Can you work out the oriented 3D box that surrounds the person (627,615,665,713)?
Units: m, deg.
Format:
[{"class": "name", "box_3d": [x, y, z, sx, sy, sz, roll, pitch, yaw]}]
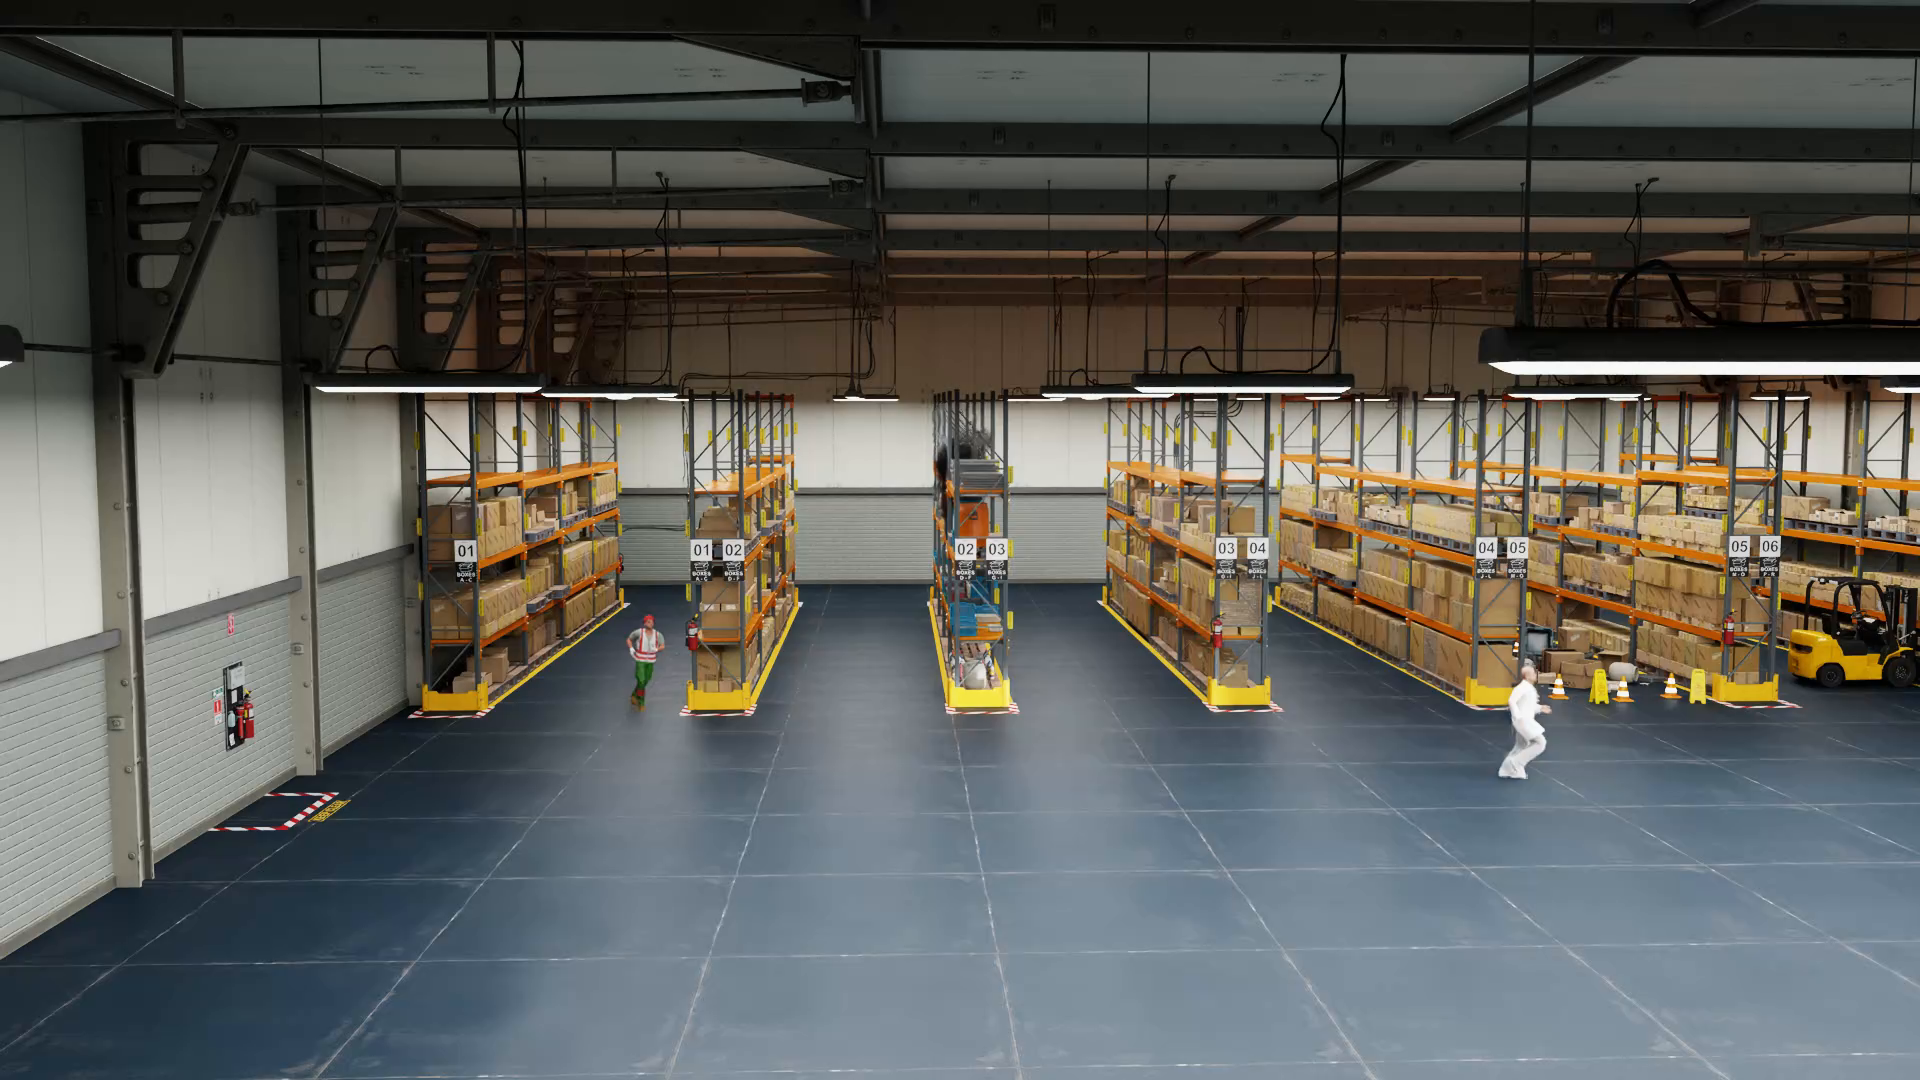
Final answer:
[{"class": "person", "box_3d": [-5.898, 2.301, 31.289, 0.672, 1.797, 0.918, -2, 5, -28]}]

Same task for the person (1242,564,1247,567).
[{"class": "person", "box_3d": [7.956, 1.091, 46.282, 0.665, 1.753, 0.841, 0, 5, 5]}]

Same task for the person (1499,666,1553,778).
[{"class": "person", "box_3d": [8.637, 2.781, 25.363, 0.760, 1.723, 0.627, 2, 5, 19]}]
